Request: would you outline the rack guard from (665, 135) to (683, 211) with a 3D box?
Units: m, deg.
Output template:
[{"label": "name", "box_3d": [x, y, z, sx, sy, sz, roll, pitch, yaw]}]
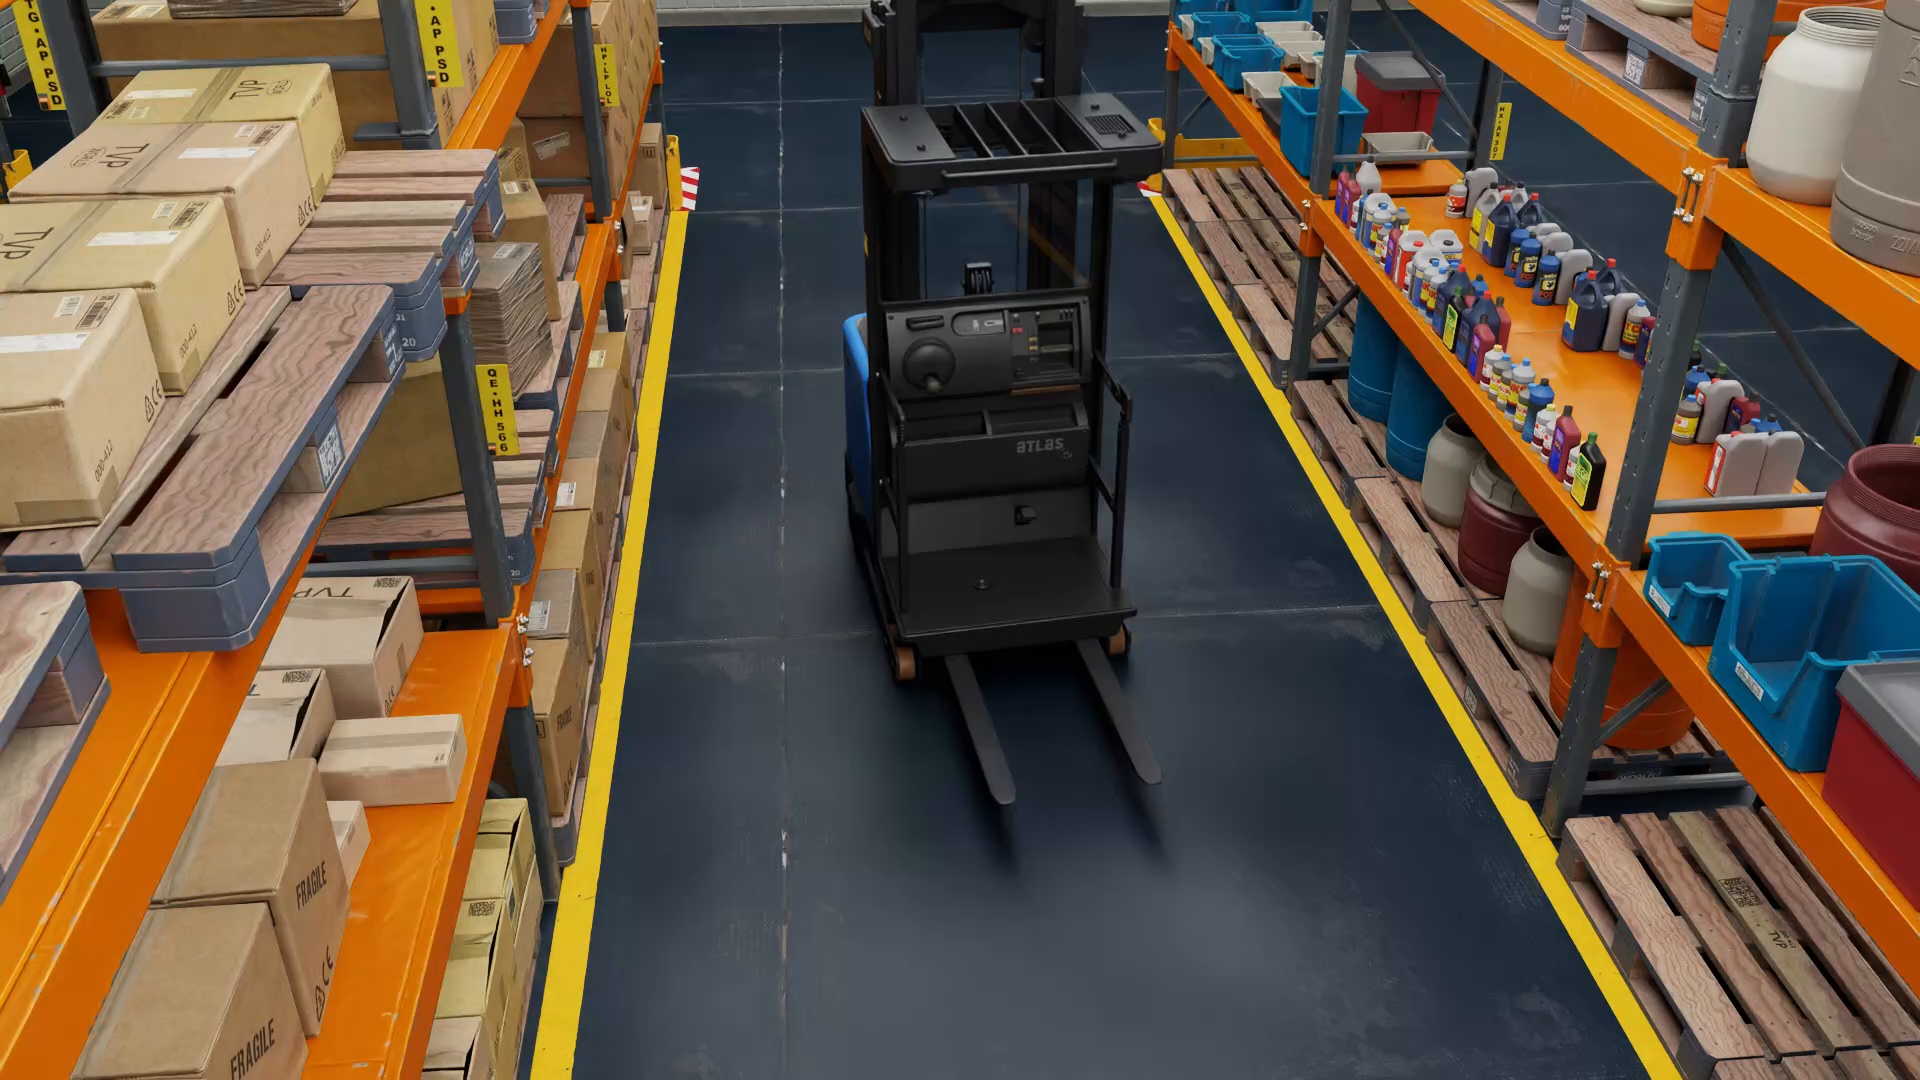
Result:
[{"label": "rack guard", "box_3d": [-2.791, -2.867, 13.062, 1.175, 0.500, 0.348, -3, 31, -5]}]

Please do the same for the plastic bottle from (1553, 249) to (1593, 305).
[{"label": "plastic bottle", "box_3d": [2.981, -1.302, 8.125, 0.152, 0.276, 0.135, -3, 31, -5]}]

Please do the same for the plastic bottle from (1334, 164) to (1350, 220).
[{"label": "plastic bottle", "box_3d": [2.117, -1.914, 9.143, 0.061, 0.283, 0.133, -3, 31, -5]}]

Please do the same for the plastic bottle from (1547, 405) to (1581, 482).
[{"label": "plastic bottle", "box_3d": [2.397, -0.384, 6.581, 0.061, 0.283, 0.133, -3, 31, -5]}]

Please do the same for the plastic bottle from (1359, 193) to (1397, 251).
[{"label": "plastic bottle", "box_3d": [2.205, -1.677, 8.754, 0.152, 0.276, 0.135, -3, 31, -5]}]

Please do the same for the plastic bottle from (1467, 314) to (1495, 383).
[{"label": "plastic bottle", "box_3d": [2.312, -0.849, 7.360, 0.061, 0.283, 0.133, -3, 31, -5]}]

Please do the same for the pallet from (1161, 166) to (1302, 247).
[{"label": "pallet", "box_3d": [2.172, -2.594, 12.887, 1.003, 0.211, 1.213, -3, 31, -5]}]

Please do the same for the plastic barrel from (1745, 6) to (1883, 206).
[{"label": "plastic barrel", "box_3d": [2.605, -1.292, 4.954, 0.421, 0.512, 0.421, 0, 31, 0]}]

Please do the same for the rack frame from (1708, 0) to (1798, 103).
[{"label": "rack frame", "box_3d": [2.881, -2.705, 4.504, 1.000, 3.000, 0.127, -3, 31, -5]}]

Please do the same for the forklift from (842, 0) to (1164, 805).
[{"label": "forklift", "box_3d": [0.178, -0.818, 7.261, 1.130, 2.935, 3.031, -6, 31, -10]}]

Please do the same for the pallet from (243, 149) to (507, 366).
[{"label": "pallet", "box_3d": [-1.899, -0.759, 4.354, 1.213, 0.211, 1.003, -1, 31, -2]}]

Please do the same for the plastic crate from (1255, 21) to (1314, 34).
[{"label": "plastic crate", "box_3d": [2.390, -3.719, 12.250, 0.396, 0.136, 0.243, -3, 31, -5]}]

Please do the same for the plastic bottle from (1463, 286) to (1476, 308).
[{"label": "plastic bottle", "box_3d": [2.343, -1.015, 7.637, 0.061, 0.283, 0.133, -3, 31, -5]}]

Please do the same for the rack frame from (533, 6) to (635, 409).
[{"label": "rack frame", "box_3d": [-2.425, -1.937, 9.067, 1.000, 3.000, 0.127, -3, 31, -5]}]

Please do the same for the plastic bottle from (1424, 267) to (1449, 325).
[{"label": "plastic bottle", "box_3d": [2.272, -1.161, 7.894, 0.097, 0.271, 0.097, 0, 31, 0]}]

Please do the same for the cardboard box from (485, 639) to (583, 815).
[{"label": "cardboard box", "box_3d": [-1.809, 0.744, 6.588, 0.500, 0.500, 0.500, -1, 31, -2]}]

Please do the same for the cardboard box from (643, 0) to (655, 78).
[{"label": "cardboard box", "box_3d": [-2.434, -3.541, 11.656, 0.500, 0.500, 0.500, -2, 31, -4]}]

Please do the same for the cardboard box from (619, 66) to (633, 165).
[{"label": "cardboard box", "box_3d": [-2.252, -2.514, 9.936, 0.500, 0.500, 0.500, -2, 31, -4]}]

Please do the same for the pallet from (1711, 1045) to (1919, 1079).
[{"label": "pallet", "box_3d": [3.026, 2.086, 5.051, 1.003, 0.211, 1.213, -3, 31, -5]}]

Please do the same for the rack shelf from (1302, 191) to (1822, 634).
[{"label": "rack shelf", "box_3d": [2.694, -0.842, 7.936, 1.077, 0.370, 4.000, -3, 31, -5]}]

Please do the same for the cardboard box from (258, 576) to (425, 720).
[{"label": "cardboard box", "box_3d": [-2.061, 0.332, 5.356, 0.500, 0.311, 0.500, -1, 31, -1]}]

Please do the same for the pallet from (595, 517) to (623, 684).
[{"label": "pallet", "box_3d": [-2.194, 0.298, 8.045, 1.003, 0.211, 1.213, -3, 31, -5]}]

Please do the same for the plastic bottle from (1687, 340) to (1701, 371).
[{"label": "plastic bottle", "box_3d": [3.131, -0.741, 7.179, 0.061, 0.283, 0.133, -3, 31, -5]}]

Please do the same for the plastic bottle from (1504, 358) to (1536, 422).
[{"label": "plastic bottle", "box_3d": [2.368, -0.637, 7.017, 0.097, 0.271, 0.097, 0, 31, 0]}]

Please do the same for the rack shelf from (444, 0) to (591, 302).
[{"label": "rack shelf", "box_3d": [-2.238, -1.894, 6.773, 1.077, 0.370, 4.000, -3, 31, -5]}]

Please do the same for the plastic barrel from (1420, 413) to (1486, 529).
[{"label": "plastic barrel", "box_3d": [2.571, -0.351, 8.430, 0.421, 0.512, 0.421, 0, 31, 0]}]

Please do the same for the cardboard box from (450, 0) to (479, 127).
[{"label": "cardboard box", "box_3d": [-2.173, -1.706, 5.659, 0.910, 0.500, 0.500, -3, 31, -5]}]

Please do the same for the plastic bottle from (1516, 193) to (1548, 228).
[{"label": "plastic bottle", "box_3d": [2.936, -1.603, 8.556, 0.144, 0.351, 0.185, -3, 31, -5]}]

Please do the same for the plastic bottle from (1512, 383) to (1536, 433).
[{"label": "plastic bottle", "box_3d": [2.377, -0.557, 6.951, 0.097, 0.201, 0.097, 0, 31, 0]}]

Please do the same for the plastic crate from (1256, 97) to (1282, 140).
[{"label": "plastic crate", "box_3d": [2.135, -2.638, 10.451, 0.437, 0.125, 0.590, -3, 31, -5]}]

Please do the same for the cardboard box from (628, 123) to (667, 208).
[{"label": "cardboard box", "box_3d": [-2.502, -2.829, 12.569, 0.500, 0.500, 0.500, -3, 31, -5]}]

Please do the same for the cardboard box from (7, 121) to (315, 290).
[{"label": "cardboard box", "box_3d": [-1.886, -0.802, 3.980, 0.500, 0.250, 0.500, -2, 31, -3]}]

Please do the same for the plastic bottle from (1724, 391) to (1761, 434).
[{"label": "plastic bottle", "box_3d": [3.177, -0.486, 6.752, 0.061, 0.283, 0.133, -3, 31, -5]}]

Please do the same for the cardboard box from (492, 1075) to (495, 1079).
[{"label": "cardboard box", "box_3d": [-1.663, 1.883, 4.945, 0.500, 0.250, 0.500, -2, 31, -3]}]

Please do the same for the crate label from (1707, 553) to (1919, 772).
[{"label": "crate label", "box_3d": [2.705, 0.375, 5.162, 0.502, 0.435, 0.616, -3, 31, -5]}]

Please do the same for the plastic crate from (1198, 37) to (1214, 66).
[{"label": "plastic crate", "box_3d": [1.840, -3.471, 11.834, 0.250, 0.136, 0.298, -3, 31, -5]}]

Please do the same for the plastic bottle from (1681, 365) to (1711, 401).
[{"label": "plastic bottle", "box_3d": [3.075, -0.605, 6.963, 0.097, 0.271, 0.097, 0, 31, 0]}]

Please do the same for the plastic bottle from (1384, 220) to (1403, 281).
[{"label": "plastic bottle", "box_3d": [2.200, -1.461, 8.384, 0.061, 0.283, 0.133, -3, 31, -5]}]

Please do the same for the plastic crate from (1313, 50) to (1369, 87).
[{"label": "plastic crate", "box_3d": [2.581, -3.132, 11.173, 0.416, 0.233, 0.300, -3, 31, -5]}]

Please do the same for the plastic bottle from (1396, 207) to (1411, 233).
[{"label": "plastic bottle", "box_3d": [2.328, -1.661, 8.799, 0.097, 0.201, 0.097, 0, 31, 0]}]

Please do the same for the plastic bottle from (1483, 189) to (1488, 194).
[{"label": "plastic bottle", "box_3d": [2.904, -1.843, 9.104, 0.097, 0.201, 0.097, 0, 31, 0]}]

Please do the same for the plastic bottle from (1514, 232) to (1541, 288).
[{"label": "plastic bottle", "box_3d": [2.837, -1.403, 8.299, 0.097, 0.271, 0.097, 0, 31, 0]}]

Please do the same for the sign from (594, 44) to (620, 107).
[{"label": "sign", "box_3d": [-1.872, -2.462, 8.818, 0.100, 0.325, 0.005, -3, 31, -5]}]

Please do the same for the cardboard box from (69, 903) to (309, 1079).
[{"label": "cardboard box", "box_3d": [-1.829, 1.187, 3.739, 0.500, 0.500, 0.500, -3, 31, -5]}]

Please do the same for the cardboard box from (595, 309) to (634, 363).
[{"label": "cardboard box", "box_3d": [-2.249, -1.196, 10.020, 0.500, 0.311, 0.500, -3, 31, -5]}]

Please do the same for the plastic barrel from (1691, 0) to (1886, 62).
[{"label": "plastic barrel", "box_3d": [2.831, -2.072, 5.540, 0.600, 0.830, 0.708, -3, 31, -5]}]

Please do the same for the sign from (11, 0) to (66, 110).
[{"label": "sign", "box_3d": [-2.591, -1.379, 4.704, 0.100, 0.325, 0.005, -3, 31, -5]}]

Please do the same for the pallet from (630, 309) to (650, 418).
[{"label": "pallet", "box_3d": [-2.488, -1.090, 10.369, 1.003, 0.211, 1.213, -3, 31, -5]}]

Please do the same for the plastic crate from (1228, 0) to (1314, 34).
[{"label": "plastic crate", "box_3d": [2.351, -4.093, 12.584, 0.616, 0.435, 0.499, -3, 31, -5]}]

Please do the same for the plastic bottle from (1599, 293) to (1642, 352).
[{"label": "plastic bottle", "box_3d": [3.033, -1.021, 7.655, 0.152, 0.276, 0.135, -3, 31, -5]}]

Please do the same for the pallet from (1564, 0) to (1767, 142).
[{"label": "pallet", "box_3d": [2.907, -1.732, 5.983, 1.003, 0.211, 1.213, -3, 31, -5]}]

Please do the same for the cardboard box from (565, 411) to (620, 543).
[{"label": "cardboard box", "box_3d": [-2.009, -0.305, 8.344, 0.500, 0.500, 0.500, -2, 31, -4]}]

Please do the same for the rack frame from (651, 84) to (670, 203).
[{"label": "rack frame", "box_3d": [-2.798, -3.979, 12.486, 1.000, 3.000, 0.127, -3, 31, -5]}]

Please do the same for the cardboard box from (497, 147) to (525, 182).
[{"label": "cardboard box", "box_3d": [-2.476, -1.559, 7.928, 0.700, 0.500, 0.500, 2, 31, 3]}]

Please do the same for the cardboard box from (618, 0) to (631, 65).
[{"label": "cardboard box", "box_3d": [-2.285, -3.189, 10.091, 0.500, 0.500, 0.500, -4, 31, -6]}]
